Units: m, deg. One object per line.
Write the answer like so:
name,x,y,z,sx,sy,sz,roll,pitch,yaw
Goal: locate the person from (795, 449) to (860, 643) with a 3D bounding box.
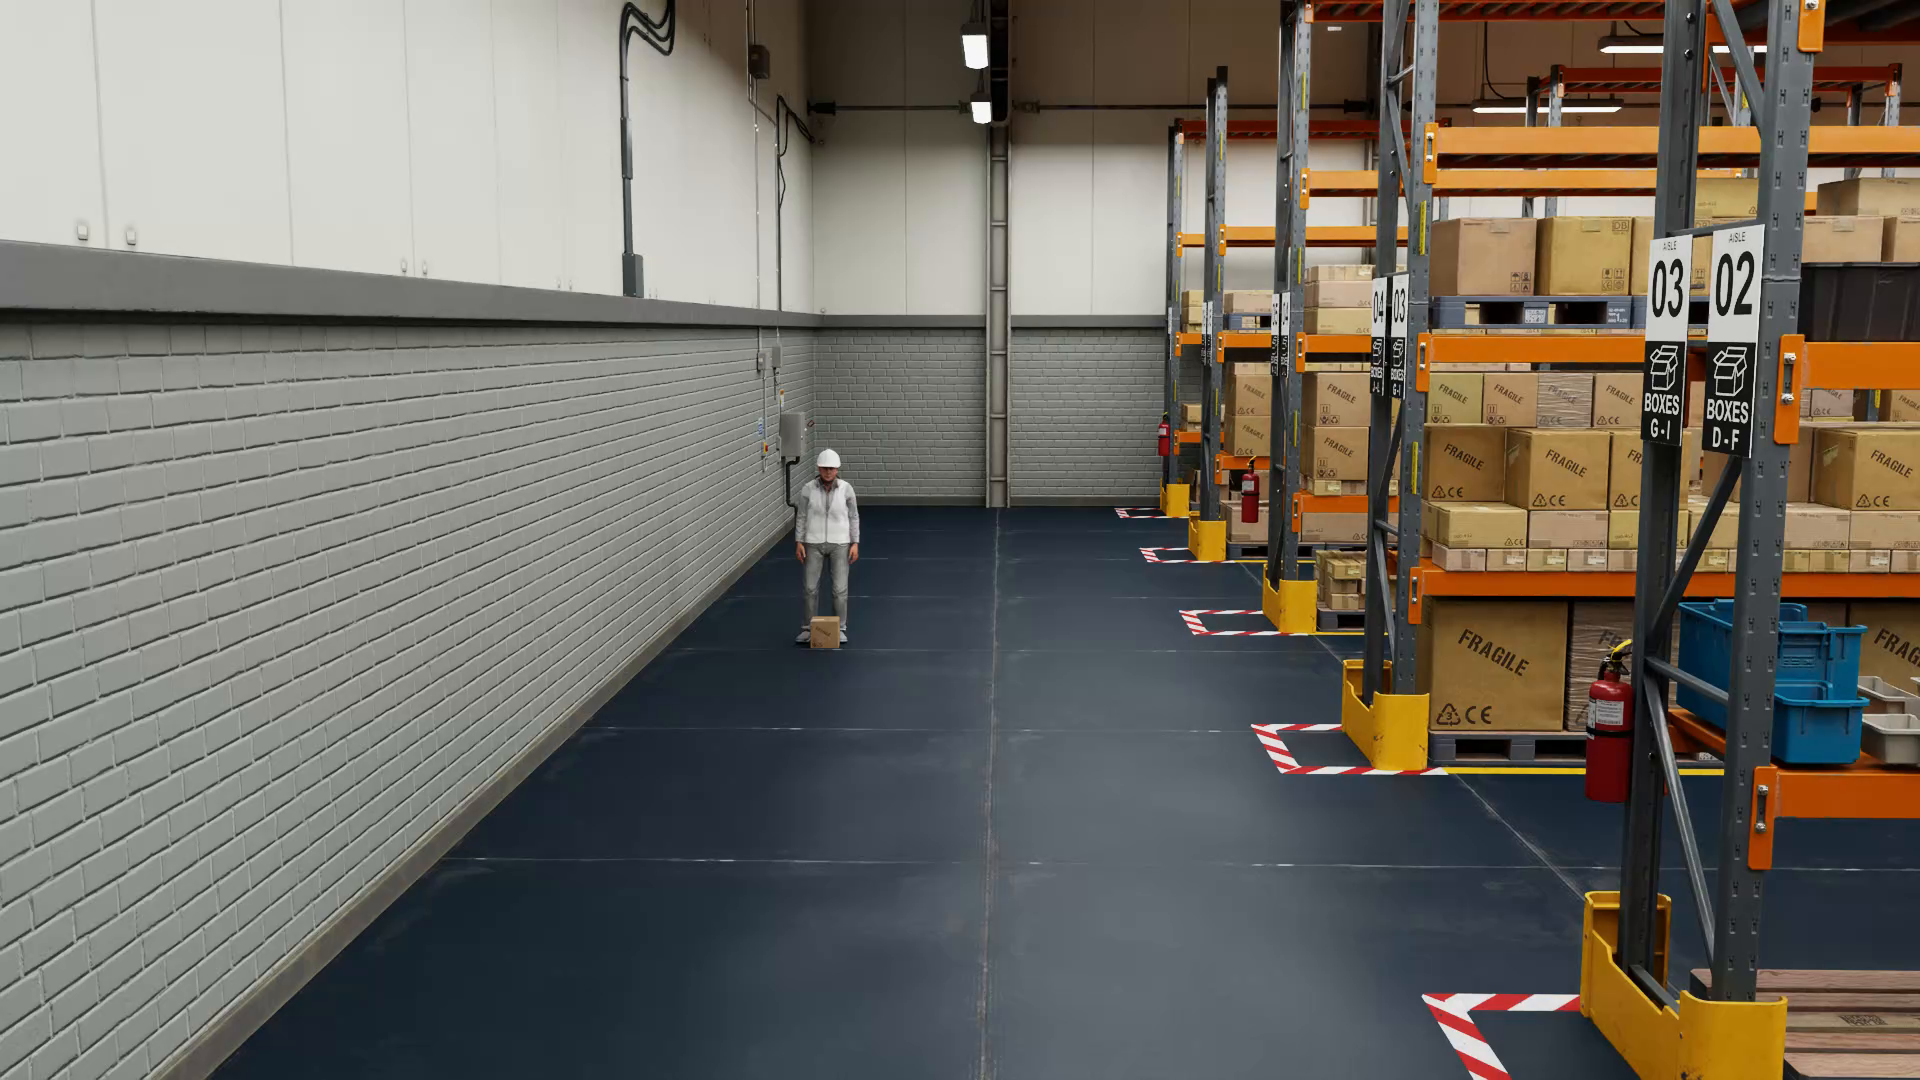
person,-1.217,0.051,15.250,0.594,1.773,0.457,0,7,-2
